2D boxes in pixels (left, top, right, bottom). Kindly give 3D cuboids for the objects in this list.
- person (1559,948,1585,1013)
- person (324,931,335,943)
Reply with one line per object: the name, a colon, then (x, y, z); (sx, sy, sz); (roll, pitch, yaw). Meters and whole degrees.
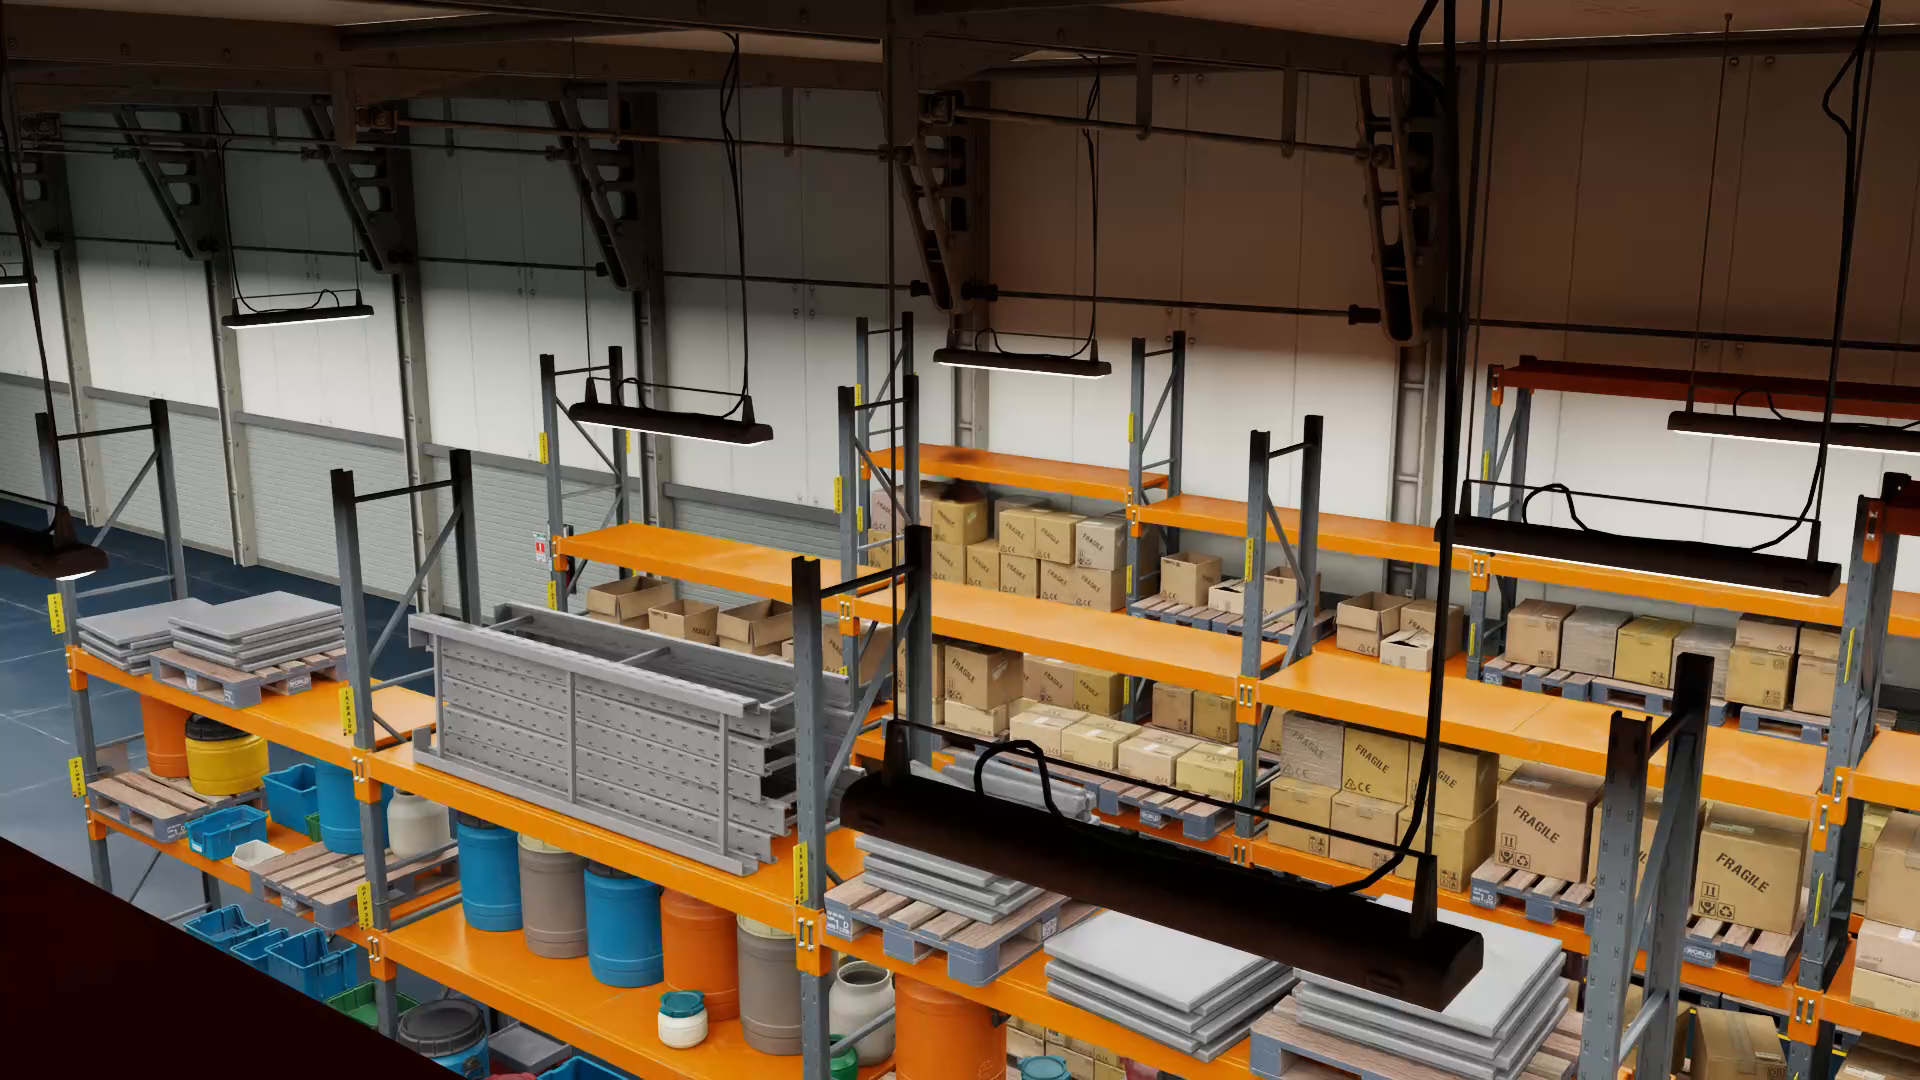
person: (5.214, 3.883, 14.598); (1.047, 1.727, 0.642); (9, 16, 33)
person: (-6.450, 3.325, 17.213); (0.525, 1.665, 0.502); (-3, 13, -11)
